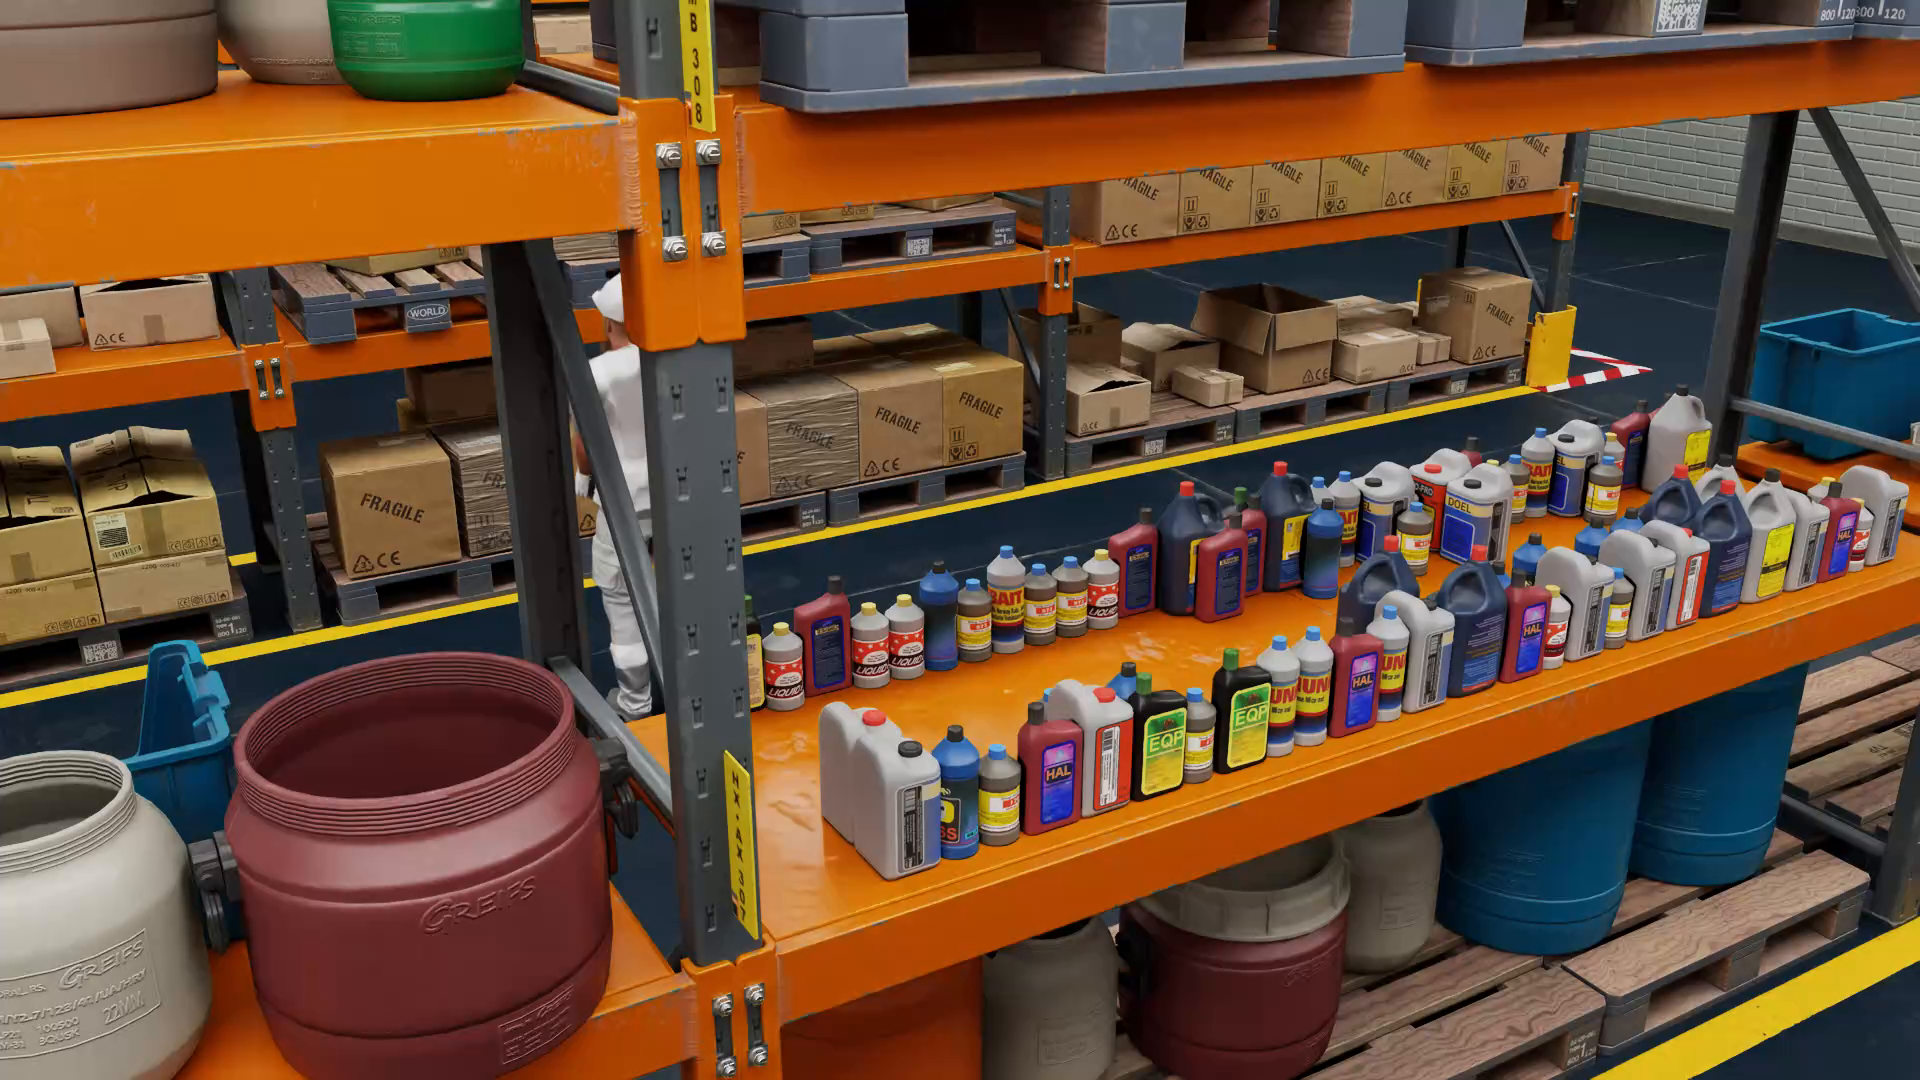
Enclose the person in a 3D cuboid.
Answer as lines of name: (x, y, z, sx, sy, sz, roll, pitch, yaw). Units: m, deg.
person: (-1.273, -0.170, 6.484, 0.495, 1.785, 0.565, -13, 25, -29)
